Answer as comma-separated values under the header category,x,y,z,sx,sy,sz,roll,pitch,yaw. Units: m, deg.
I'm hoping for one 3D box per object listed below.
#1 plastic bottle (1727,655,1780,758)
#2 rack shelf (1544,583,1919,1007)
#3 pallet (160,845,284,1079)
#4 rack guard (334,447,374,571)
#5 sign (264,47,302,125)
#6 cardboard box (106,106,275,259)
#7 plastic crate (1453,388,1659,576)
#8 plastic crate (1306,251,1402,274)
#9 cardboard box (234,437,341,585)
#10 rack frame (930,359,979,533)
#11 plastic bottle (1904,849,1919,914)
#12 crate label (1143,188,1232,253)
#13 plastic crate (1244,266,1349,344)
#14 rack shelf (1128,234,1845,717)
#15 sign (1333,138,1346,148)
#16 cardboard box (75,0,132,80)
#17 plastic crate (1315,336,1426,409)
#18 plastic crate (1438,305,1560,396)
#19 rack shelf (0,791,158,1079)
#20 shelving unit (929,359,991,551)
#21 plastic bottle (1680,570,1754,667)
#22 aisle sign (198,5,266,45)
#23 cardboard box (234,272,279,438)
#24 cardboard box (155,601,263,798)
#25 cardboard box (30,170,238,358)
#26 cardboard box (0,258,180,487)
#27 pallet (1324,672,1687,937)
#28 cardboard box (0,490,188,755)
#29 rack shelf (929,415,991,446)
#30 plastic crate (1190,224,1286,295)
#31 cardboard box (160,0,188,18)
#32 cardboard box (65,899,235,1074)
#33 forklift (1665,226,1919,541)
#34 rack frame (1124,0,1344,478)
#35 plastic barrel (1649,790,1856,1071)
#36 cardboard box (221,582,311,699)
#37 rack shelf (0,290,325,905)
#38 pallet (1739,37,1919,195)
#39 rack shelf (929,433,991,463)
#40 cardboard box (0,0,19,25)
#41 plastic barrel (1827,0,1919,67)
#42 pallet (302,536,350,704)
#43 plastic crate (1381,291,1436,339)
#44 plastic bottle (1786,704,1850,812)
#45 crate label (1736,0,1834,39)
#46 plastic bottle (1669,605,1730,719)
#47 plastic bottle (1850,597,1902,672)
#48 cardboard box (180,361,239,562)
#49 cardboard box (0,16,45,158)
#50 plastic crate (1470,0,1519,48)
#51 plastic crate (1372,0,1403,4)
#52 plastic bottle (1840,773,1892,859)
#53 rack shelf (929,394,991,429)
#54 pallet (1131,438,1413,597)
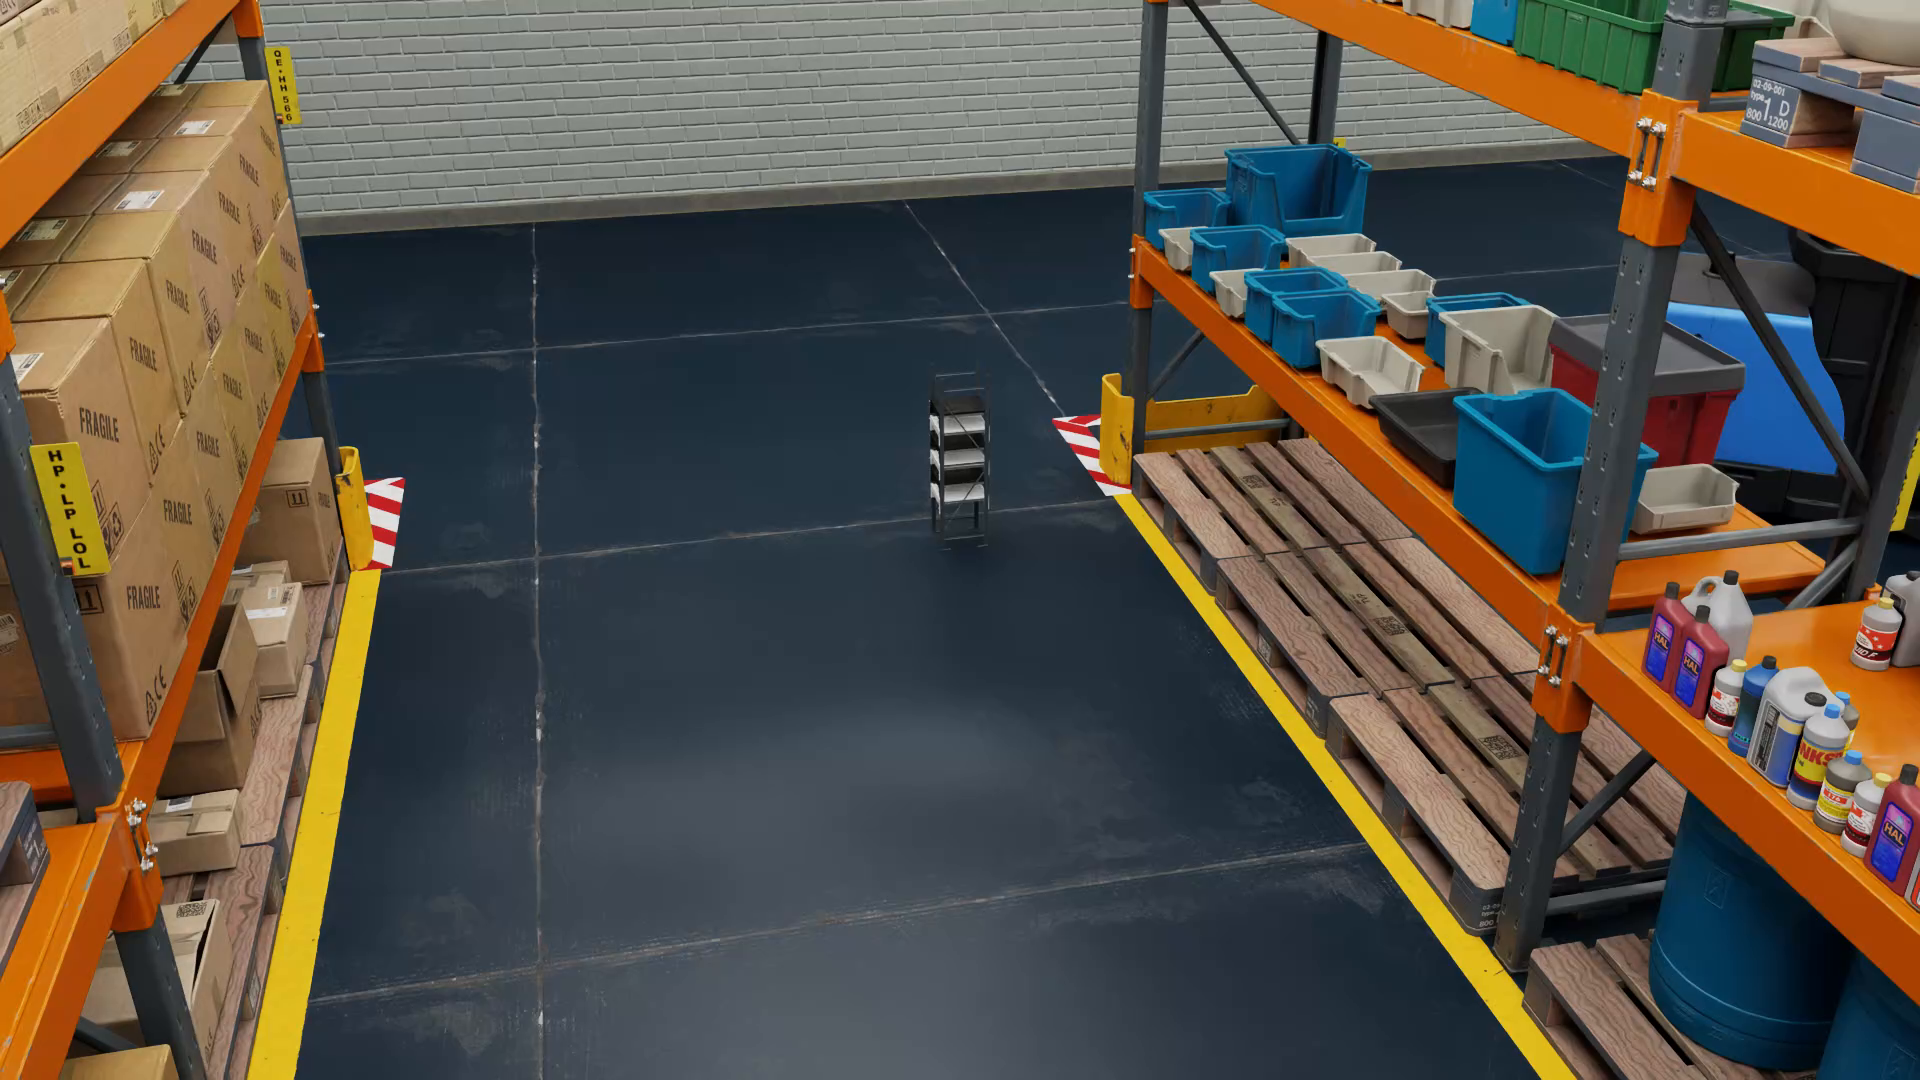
category,x,y,z,sx,sy,sz,roll,pitch,yaw
plastic bottle,2.034,0.418,4.235,0.097,0.271,0.097,0,27,0
rack shelf,2.722,1.206,3.331,1.077,0.370,4.000,-6,27,-12
pallet,-2.709,1.451,5.141,1.003,0.211,1.213,-6,27,-12
rack guard,-3.440,-0.099,7.891,1.175,0.500,0.348,-6,27,-12
sign,-2.911,-1.954,7.156,0.100,0.325,0.005,-6,27,-12
cardboard box,-2.974,-1.350,6.375,0.500,0.500,0.500,-5,27,-10
plastic crate,1.834,-0.184,5.236,0.392,0.384,0.575,-6,27,-12
plastic crate,1.782,-1.190,7.506,0.396,0.136,0.243,-6,27,-12
cardboard box,-3.094,-0.115,7.435,0.500,0.500,0.500,-6,27,-12
rack frame,-0.025,-0.450,8.143,0.240,0.900,0.006,-6,27,-12
plastic bottle,2.213,0.710,3.652,0.152,0.276,0.135,-6,27,-12
crate label,1.105,-1.560,8.131,0.416,0.233,0.303,-6,27,-12
plastic crate,1.402,-0.982,6.986,0.416,0.233,0.300,-6,27,-12
rack shelf,1.821,-0.550,6.810,1.077,0.370,4.000,-6,27,-12
sign,1.902,-1.885,8.475,0.100,0.325,0.005,-6,27,-12
cardboard box,-2.644,-1.443,4.617,0.500,0.250,0.500,-6,27,-12
plastic crate,1.586,-0.637,6.408,0.293,0.136,0.466,-6,27,-12
plastic crate,2.107,-0.657,6.287,0.437,0.282,0.530,-6,27,-12
rack shelf,-2.104,1.707,2.338,1.077,0.370,4.000,-6,27,-12
shelving unit,-0.002,-0.405,8.054,0.258,0.900,0.210,-6,27,-12
plastic bottle,2.044,0.234,4.513,0.144,0.351,0.185,-6,27,-12
aisle sign,-3.174,-2.470,6.929,0.394,0.787,0.004,-6,27,-12
cardboard box,-2.863,-0.677,6.151,0.500,0.500,0.500,-6,27,-11
cardboard box,-2.984,0.602,6.012,0.797,0.503,0.637,-6,27,-12
cardboard box,-2.737,-0.898,5.479,0.500,0.500,0.500,-5,27,-10
cardboard box,-2.504,-0.445,4.582,0.500,0.500,0.500,-7,28,-13
pallet,2.068,0.932,6.168,1.003,0.211,1.213,-6,27,-12
cardboard box,-2.405,0.212,4.391,0.500,0.500,0.500,-5,27,-10
rack shelf,-0.002,-0.536,7.988,0.258,0.077,0.200,-6,27,-12
plastic crate,1.253,-1.271,7.558,0.416,0.233,0.300,-6,27,-12
cardboard box,-2.857,-1.883,5.489,0.500,0.250,0.500,-6,27,-12
cardboard box,-2.439,1.305,4.830,0.500,0.311,0.500,-6,27,-12
forklift,4.917,-1.492,7.953,3.031,2.935,1.130,10,28,19
rack frame,1.370,-1.750,8.387,1.000,3.000,0.127,-6,27,-12
plastic barrel,2.378,0.996,4.810,0.600,0.901,0.708,-6,27,-12
cardboard box,-2.909,0.417,6.659,0.500,0.250,0.500,-6,27,-12
rack shelf,-3.006,-0.049,5.817,1.077,0.370,4.000,-6,27,-12
pallet,2.543,-0.914,3.613,1.213,0.211,1.003,-6,27,-12
rack shelf,-0.002,-0.456,8.029,0.258,0.077,0.200,-6,27,-12
cardboard box,-2.423,-1.226,3.633,0.500,0.250,0.500,-6,27,-12
plastic barrel,2.146,-1.324,3.599,0.433,0.535,0.433,0,27,0
pallet,-3.259,0.380,7.263,1.003,0.211,1.213,-6,27,-12
plastic crate,1.953,-0.943,7.014,0.298,0.136,0.250,-6,27,-12
plastic bottle,2.087,0.520,4.034,0.097,0.271,0.097,0,27,0
crate label,2.443,-1.459,4.776,0.293,0.136,0.466,-6,27,-12
plastic bottle,1.969,0.321,4.414,0.061,0.283,0.133,-6,27,-12
plastic bottle,2.558,0.256,4.634,0.097,0.201,0.097,0,27,0
cardboard box,-2.634,-0.233,5.271,0.500,0.500,0.500,-6,27,-12
cardboard box,-2.424,-1.003,3.746,0.500,0.250,0.500,-6,27,-12
plastic crate,1.755,-1.625,4.998,0.416,0.233,0.300,-6,27,-12
plastic crate,1.569,-2.032,5.748,0.437,0.282,0.530,-6,27,-12
plastic bottle,2.131,0.637,3.880,0.097,0.201,0.097,0,27,0
rack shelf,-0.002,-0.617,7.948,0.258,0.077,0.200,-6,27,-12
pallet,1.518,-0.139,8.291,1.003,0.211,1.213,-6,27,-12
